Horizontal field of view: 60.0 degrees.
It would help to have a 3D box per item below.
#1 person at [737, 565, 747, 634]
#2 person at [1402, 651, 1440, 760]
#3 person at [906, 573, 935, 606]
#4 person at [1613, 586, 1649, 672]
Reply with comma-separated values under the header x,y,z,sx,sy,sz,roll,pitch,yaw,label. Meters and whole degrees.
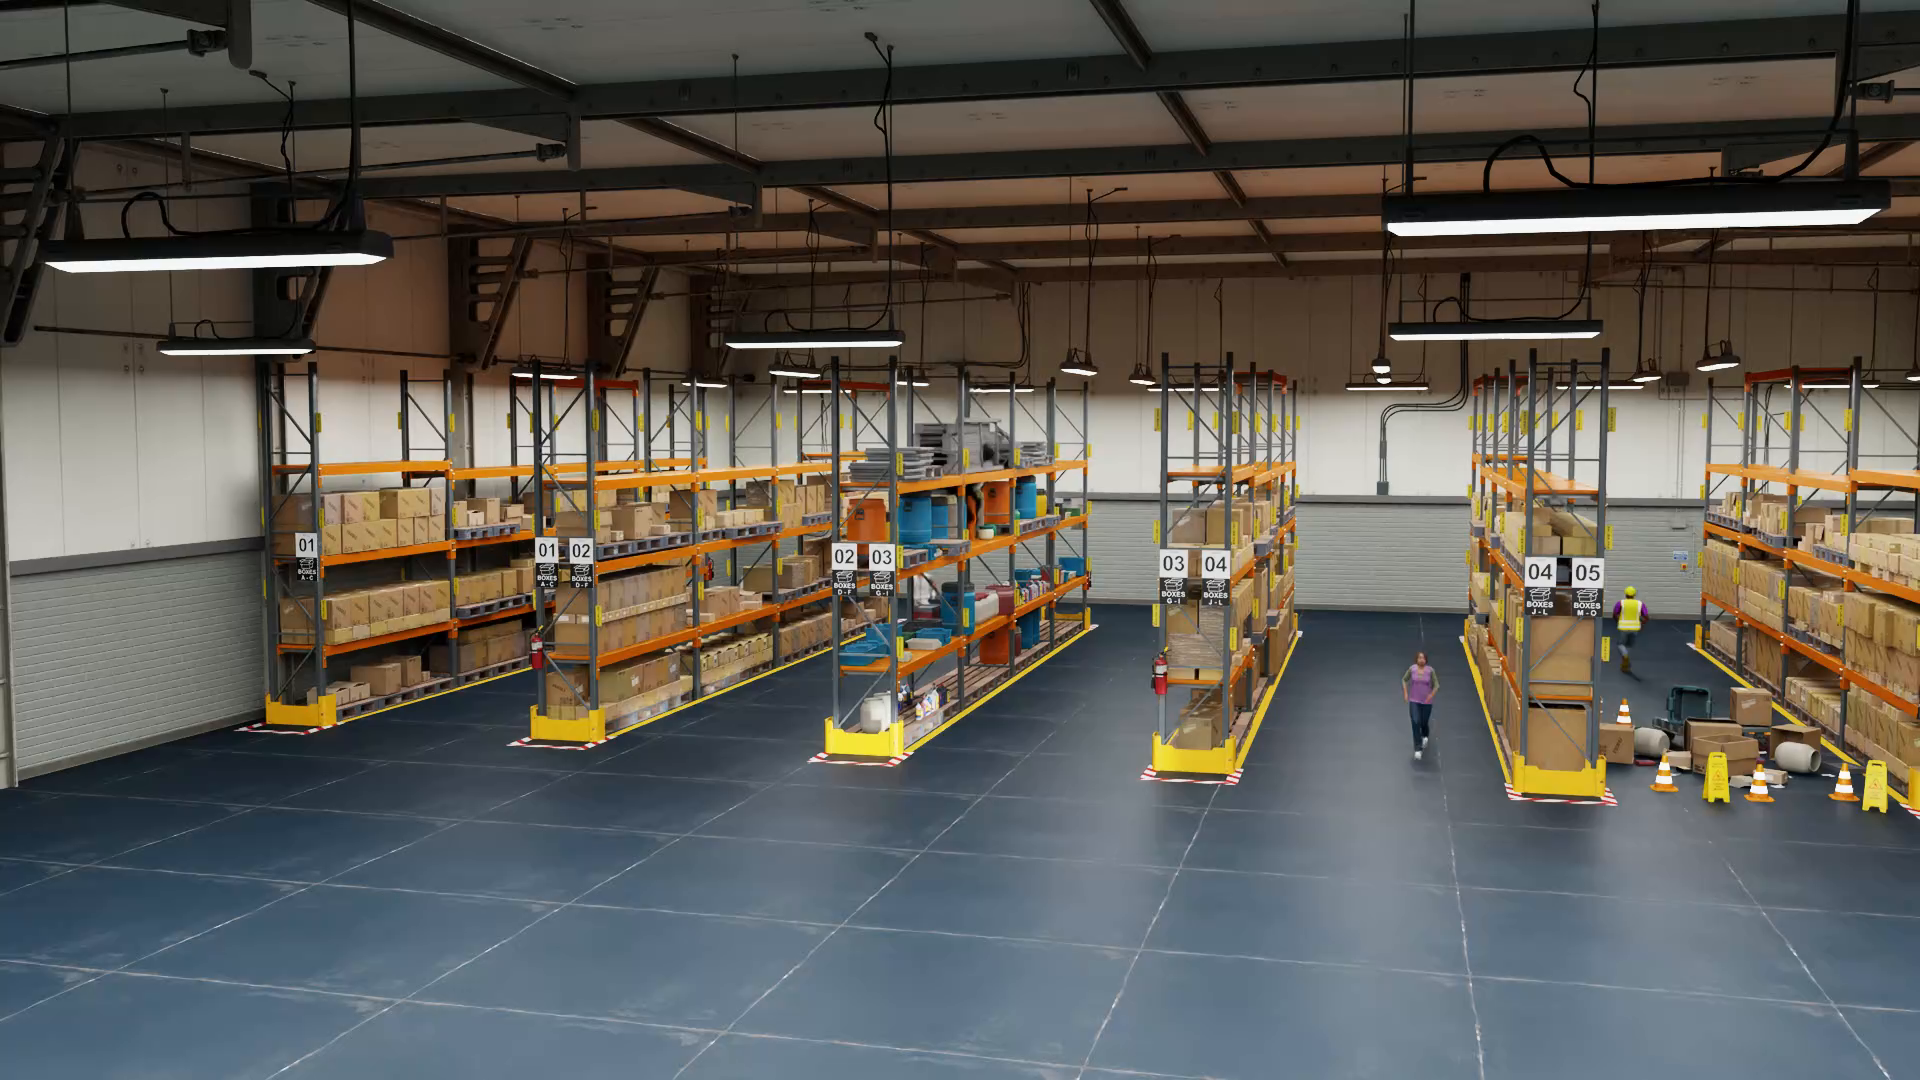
x,y,z,sx,sy,sz,roll,pitch,yaw,label
-4.814,1.471,37.875,0.686,1.829,0.876,1,4,16,person
6.940,2.461,25.076,0.552,1.609,0.814,1,4,17,person
-0.917,1.396,38.277,0.652,1.822,0.856,0,4,6,person
13.449,1.791,33.407,0.686,1.722,0.589,1,4,10,person
